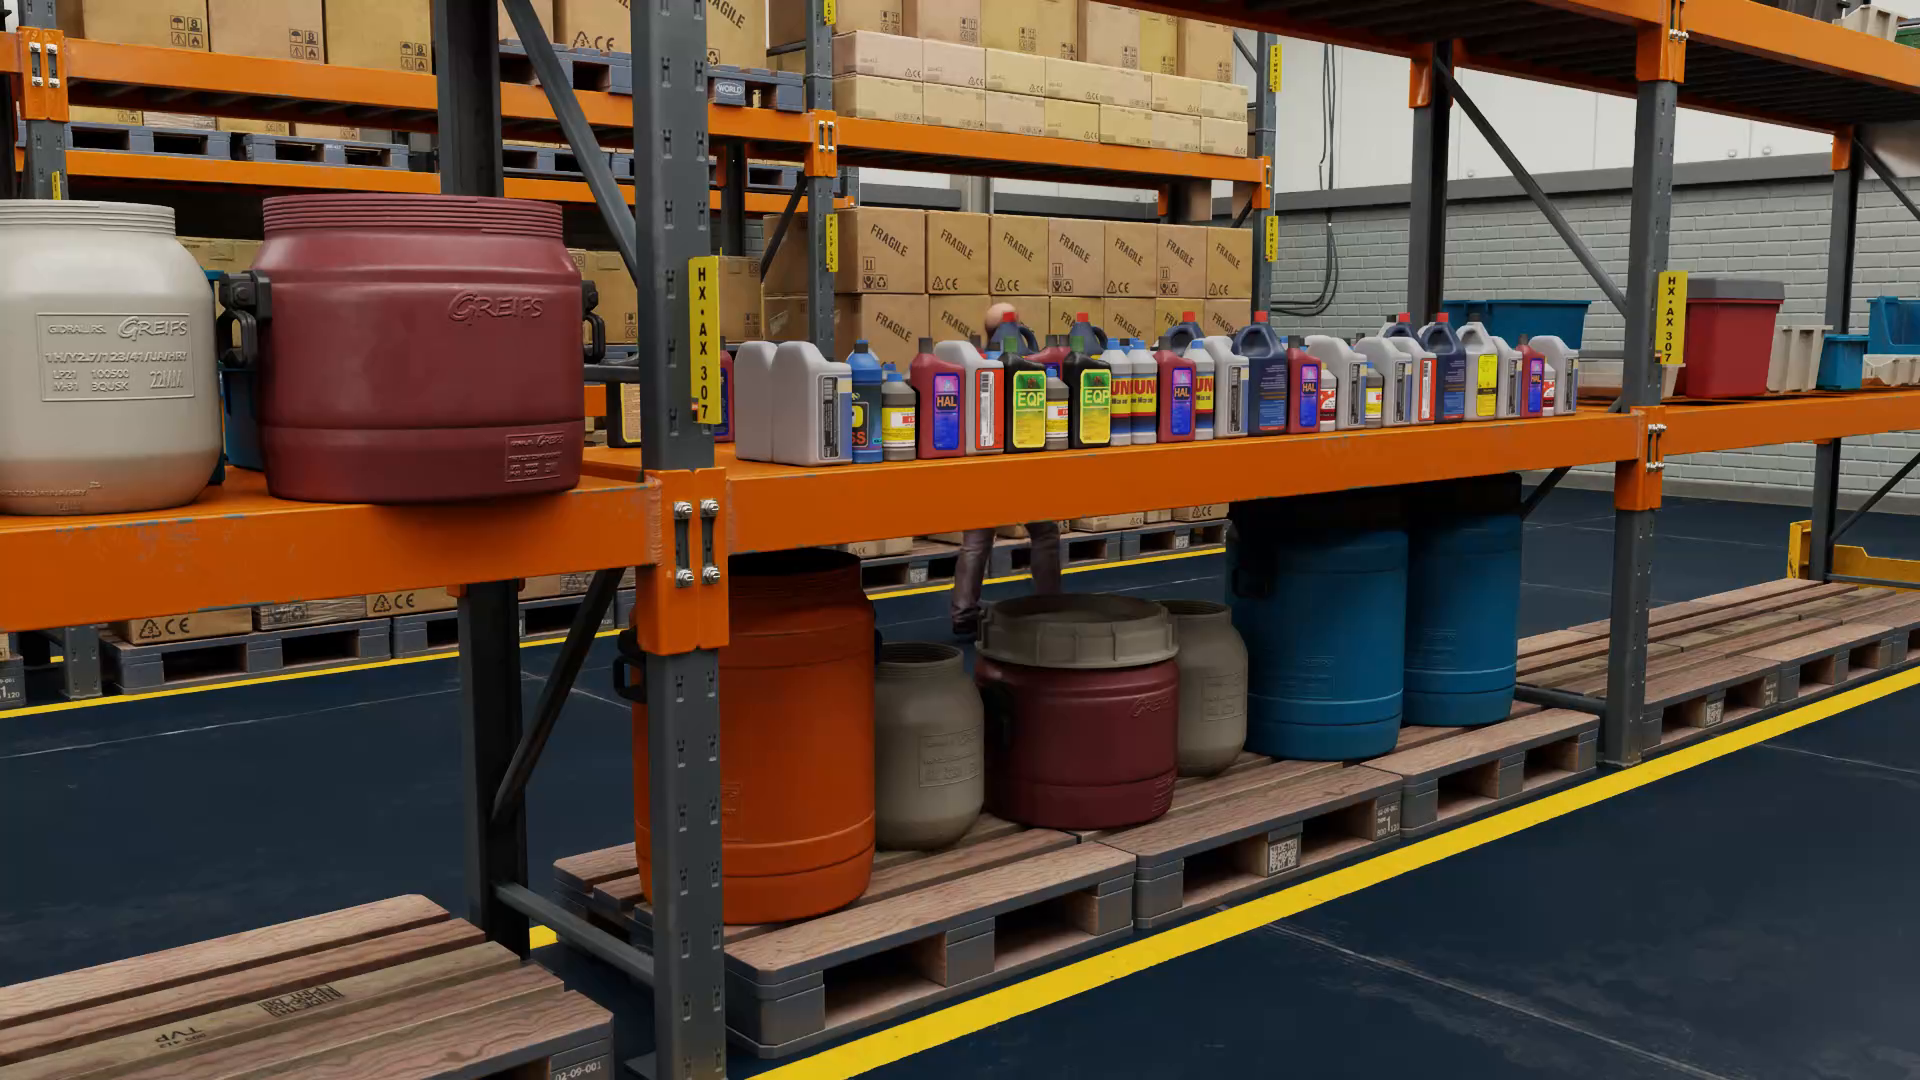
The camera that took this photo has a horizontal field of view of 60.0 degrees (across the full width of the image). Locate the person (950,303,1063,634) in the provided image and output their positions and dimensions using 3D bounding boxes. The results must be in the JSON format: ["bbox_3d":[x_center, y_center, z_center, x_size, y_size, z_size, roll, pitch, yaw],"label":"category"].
[{"bbox_3d":[0.262,-0.349,8.633,0.580,1.747,0.803,5,9,36],"label":"person"}]
